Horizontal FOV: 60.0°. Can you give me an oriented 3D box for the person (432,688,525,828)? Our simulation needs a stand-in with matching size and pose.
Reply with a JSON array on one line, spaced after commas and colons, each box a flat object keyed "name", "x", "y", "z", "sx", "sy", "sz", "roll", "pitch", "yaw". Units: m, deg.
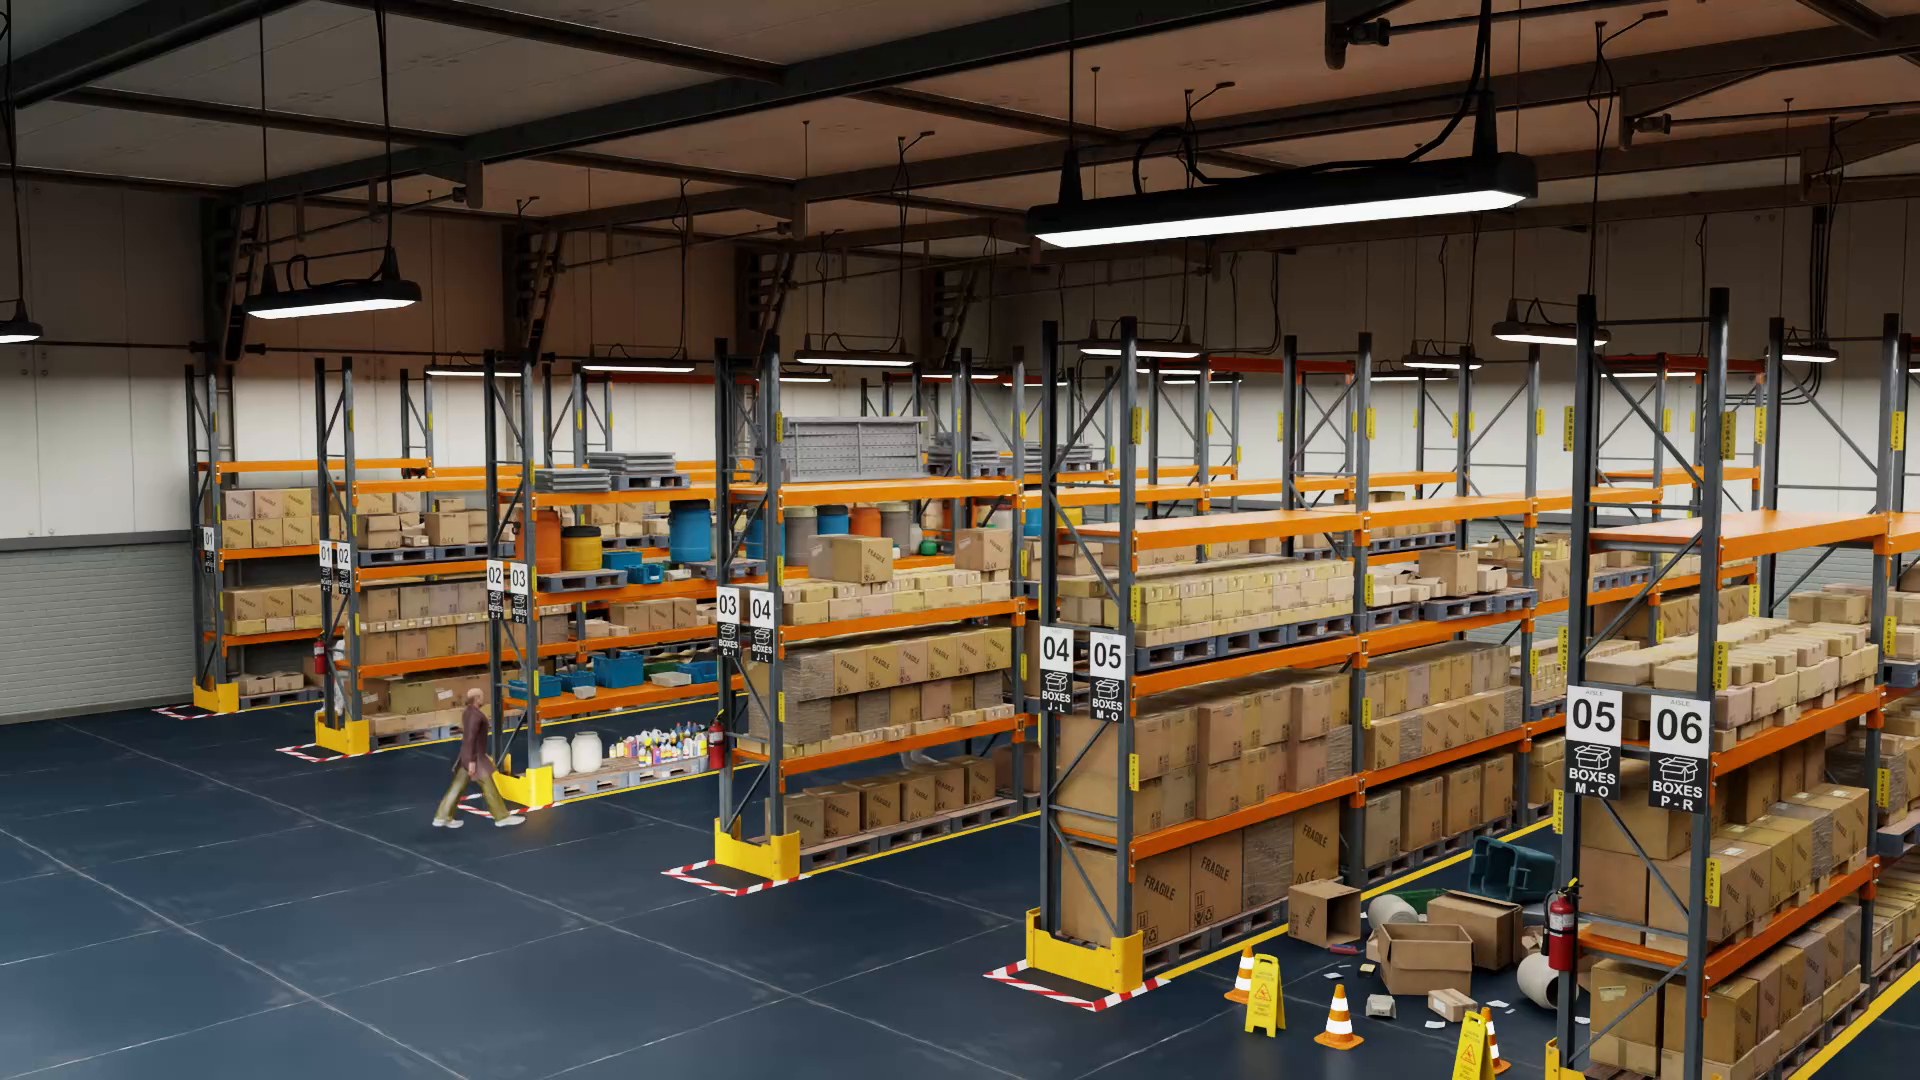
[{"name": "person", "x": -5.985, "y": 2.692, "z": 20.595, "sx": 1.085, "sy": 1.724, "sz": 0.592, "roll": -2, "pitch": 5, "yaw": -27}]

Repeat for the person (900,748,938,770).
[{"name": "person", "x": -0.526, "y": 2.606, "z": 22.795, "sx": 0.648, "sy": 1.643, "sz": 0.500, "roll": -2, "pitch": 5, "yaw": -26}]

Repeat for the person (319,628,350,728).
[{"name": "person", "x": -10.165, "y": 2.242, "z": 27.316, "sx": 0.774, "sy": 1.679, "sz": 0.658, "roll": -4, "pitch": 6, "yaw": -44}]
